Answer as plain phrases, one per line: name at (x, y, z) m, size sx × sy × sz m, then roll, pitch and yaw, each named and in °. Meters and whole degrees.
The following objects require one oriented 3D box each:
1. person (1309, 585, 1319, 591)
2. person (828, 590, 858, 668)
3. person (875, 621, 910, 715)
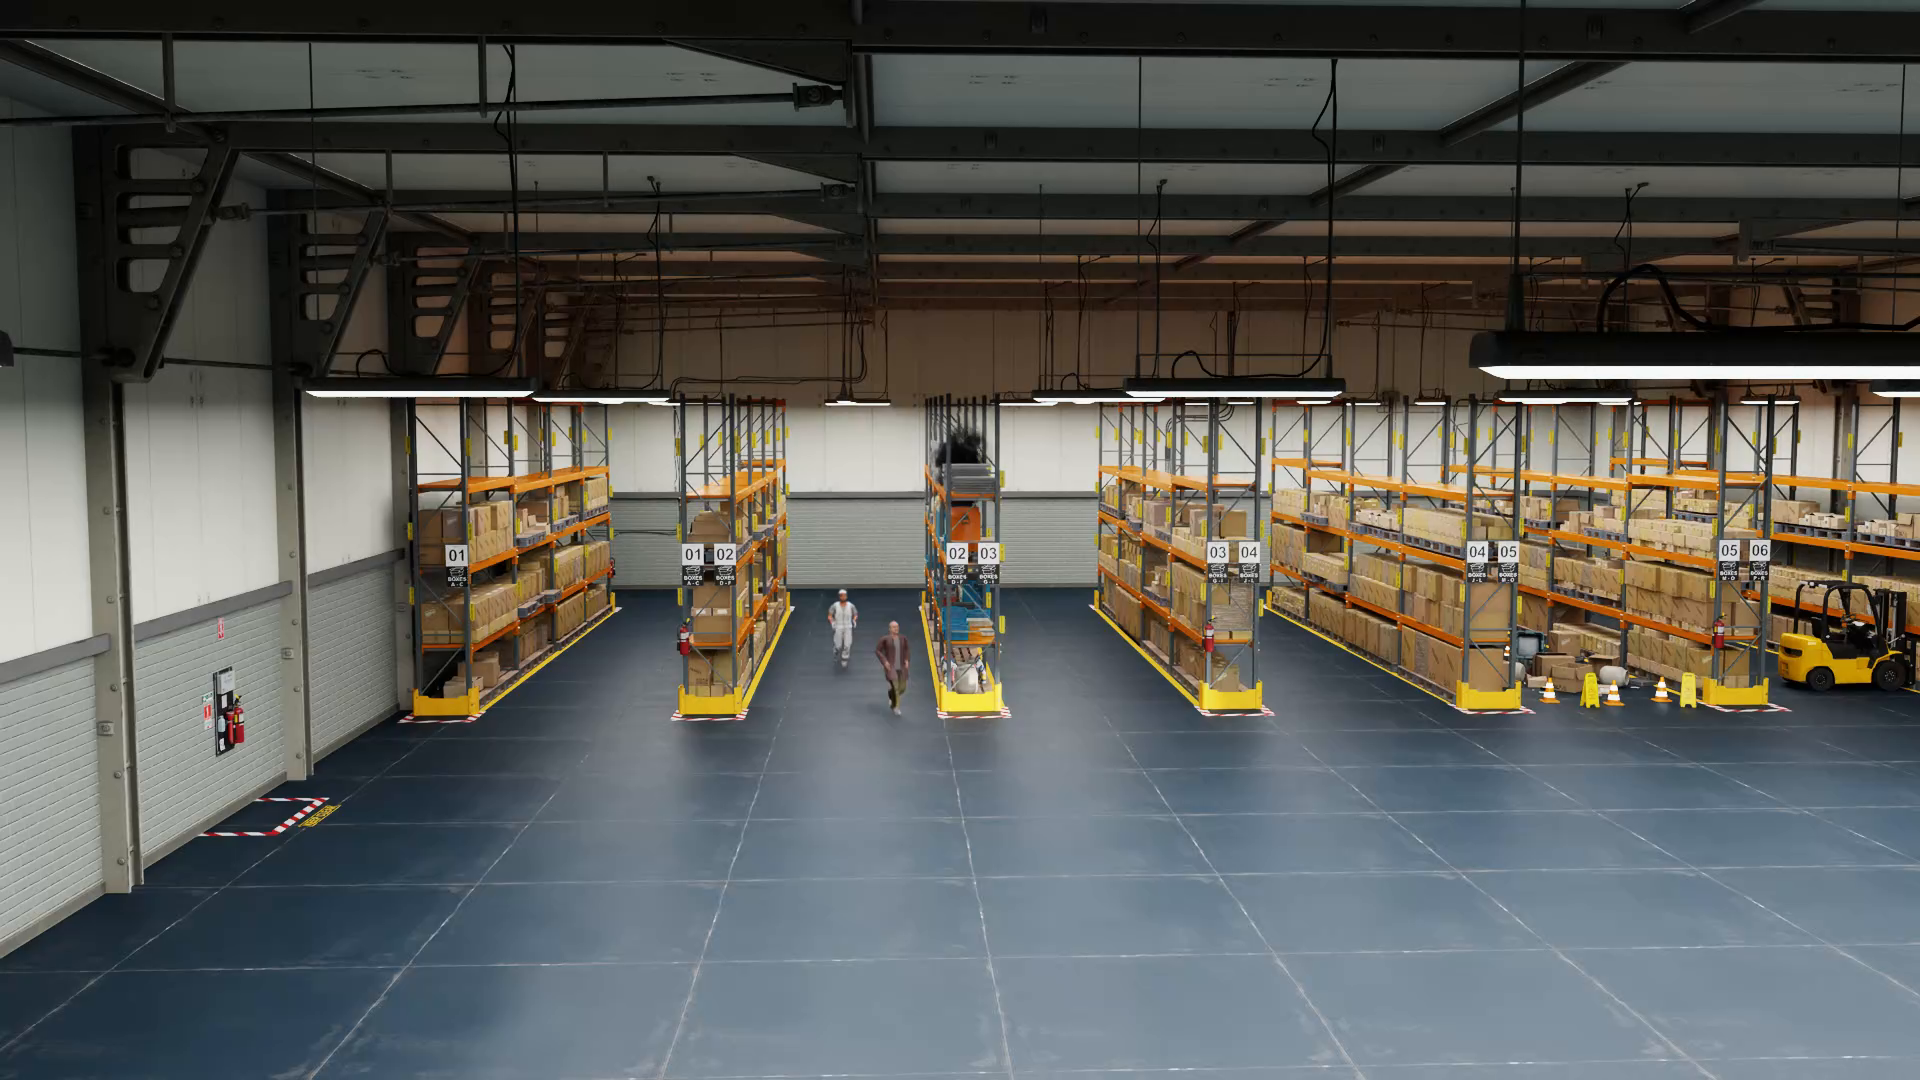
person at (10.353, 1.033, 49.013) m, size 0.777 × 1.661 × 0.538 m, roll -3°, pitch 6°, yaw -36°
person at (-2.563, 1.959, 36.625) m, size 0.657 × 1.735 × 0.618 m, roll -1°, pitch 5°, yaw -10°
person at (-1.250, 2.390, 31.271) m, size 0.712 × 1.735 × 0.627 m, roll -2°, pitch 5°, yaw -26°
